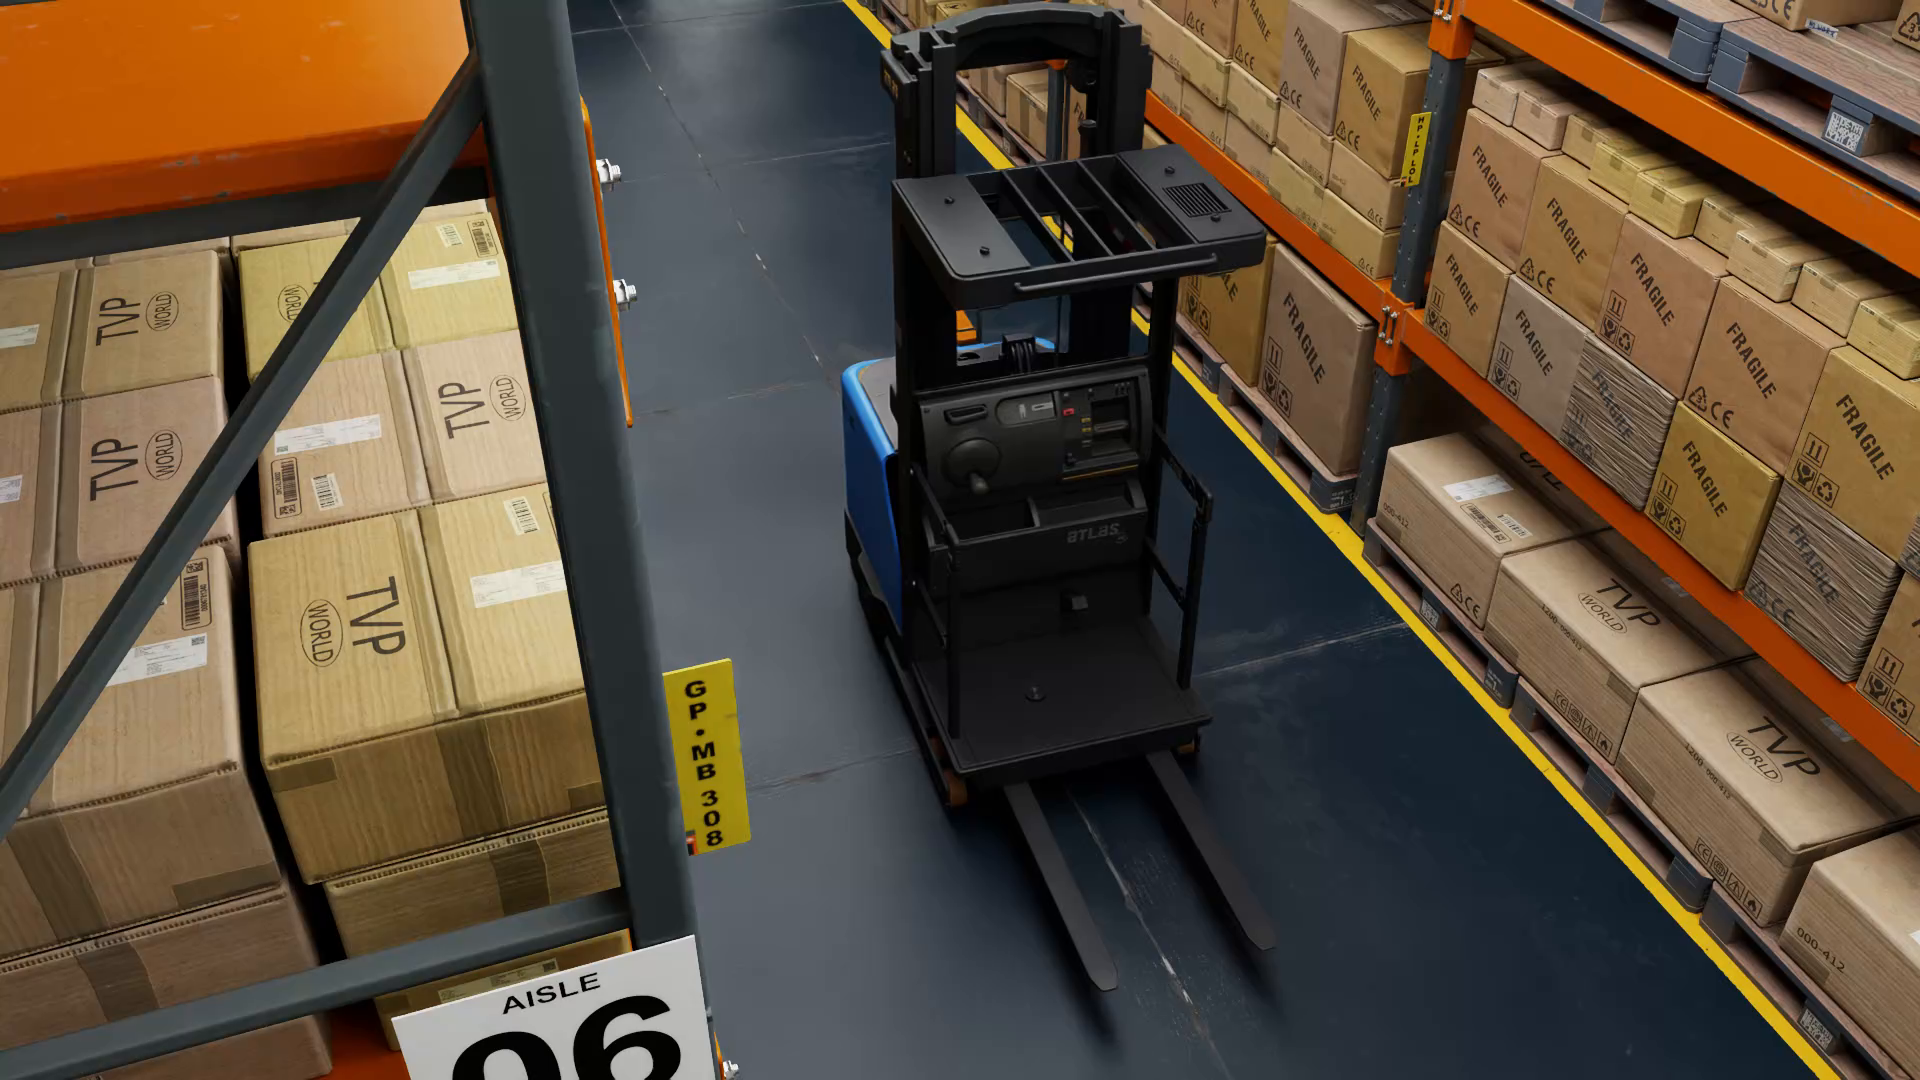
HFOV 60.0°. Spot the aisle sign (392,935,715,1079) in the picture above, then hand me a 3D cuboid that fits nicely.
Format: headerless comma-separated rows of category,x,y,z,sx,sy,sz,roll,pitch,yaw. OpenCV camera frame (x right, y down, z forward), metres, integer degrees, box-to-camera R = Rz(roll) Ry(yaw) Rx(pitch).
aisle sign,-0.542,0.887,2.418,0.394,0.787,0.004,-12,39,-16

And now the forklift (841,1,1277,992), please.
forklift,0.368,-0.348,6.276,1.130,2.935,3.031,-11,38,-14

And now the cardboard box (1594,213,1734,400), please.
cardboard box,2.711,-0.883,6.015,0.500,0.500,0.500,-12,39,-15

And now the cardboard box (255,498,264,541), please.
cardboard box,-1.437,0.209,2.864,0.500,0.250,0.500,-12,39,-16

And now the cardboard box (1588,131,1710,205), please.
cardboard box,2.565,-1.378,6.133,0.380,0.149,0.250,-13,39,-16

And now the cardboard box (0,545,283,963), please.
cardboard box,-1.256,0.298,2.330,0.500,0.250,0.500,-13,39,-17

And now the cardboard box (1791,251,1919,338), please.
cardboard box,2.943,-0.803,5.370,0.380,0.149,0.250,-11,38,-14

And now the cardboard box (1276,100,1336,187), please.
cardboard box,1.882,-1.961,8.069,0.500,0.250,0.500,-12,38,-15

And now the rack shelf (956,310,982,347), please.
rack shelf,-0.090,-1.006,7.936,0.258,0.148,0.480,-11,38,-14

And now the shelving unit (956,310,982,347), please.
shelving unit,-0.090,-0.693,8.172,0.258,1.200,0.503,-11,38,-14

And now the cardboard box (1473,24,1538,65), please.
cardboard box,2.560,-2.089,7.616,0.500,0.500,0.500,-12,39,-15

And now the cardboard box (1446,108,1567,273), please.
cardboard box,2.378,-1.462,6.783,0.500,0.500,0.500,-12,39,-16

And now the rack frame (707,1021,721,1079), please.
rack frame,-0.841,1.948,3.171,1.000,3.000,0.127,-12,39,-16

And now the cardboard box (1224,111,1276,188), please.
cardboard box,1.720,-2.060,8.616,0.500,0.250,0.500,-13,39,-17

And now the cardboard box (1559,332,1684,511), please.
cardboard box,2.691,-0.495,6.331,0.500,0.500,0.500,-12,39,-16

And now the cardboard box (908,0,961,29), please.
cardboard box,0.122,-4.278,13.271,0.950,0.372,0.625,-10,38,-13

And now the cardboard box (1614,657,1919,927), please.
cardboard box,3.174,0.906,6.334,0.875,0.438,0.875,-11,38,-15

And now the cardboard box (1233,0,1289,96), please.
cardboard box,1.711,-2.562,8.245,0.500,0.500,0.500,-11,38,-15

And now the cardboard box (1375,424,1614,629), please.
cardboard box,2.557,-0.109,7.682,0.875,0.438,0.875,-13,39,-17

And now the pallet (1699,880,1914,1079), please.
pallet,3.469,1.596,5.955,1.003,0.211,1.213,-12,39,-16

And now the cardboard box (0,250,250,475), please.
cardboard box,-1.622,-0.285,3.104,0.500,0.250,0.500,-12,39,-15

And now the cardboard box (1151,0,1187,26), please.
cardboard box,1.348,-3.138,9.008,0.500,0.500,0.500,-11,38,-15

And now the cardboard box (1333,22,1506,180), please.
cardboard box,2.052,-1.981,7.473,0.500,0.500,0.500,-11,38,-14

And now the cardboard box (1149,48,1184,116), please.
cardboard box,1.365,-2.629,9.371,0.500,0.250,0.500,-11,38,-14

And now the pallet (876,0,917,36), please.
pallet,-0.042,-4.307,13.793,1.003,0.211,1.213,-12,39,-16

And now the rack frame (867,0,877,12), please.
rack frame,-0.312,-5.861,13.538,1.000,3.000,0.127,-12,39,-16

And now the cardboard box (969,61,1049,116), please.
cardboard box,0.618,-3.456,12.180,0.950,0.372,0.625,-13,39,-17

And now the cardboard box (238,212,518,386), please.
cardboard box,-1.101,-0.384,3.235,0.500,0.250,0.500,-13,39,-17

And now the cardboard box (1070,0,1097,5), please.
cardboard box,0.997,-3.213,10.147,0.500,0.250,0.500,-13,39,-17

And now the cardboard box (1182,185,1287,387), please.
cardboard box,1.835,-1.503,9.169,0.875,0.875,0.875,-11,38,-15

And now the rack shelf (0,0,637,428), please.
rack shelf,-1.530,-1.289,3.083,1.077,0.370,4.000,-12,39,-16

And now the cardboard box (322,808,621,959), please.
cardboard box,-0.738,0.384,2.632,0.500,0.250,0.500,-13,39,-16

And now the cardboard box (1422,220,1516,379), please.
cardboard box,2.357,-1.062,7.084,0.500,0.500,0.500,-11,38,-14

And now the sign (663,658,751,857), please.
sign,-0.332,0.288,2.155,0.100,0.325,0.005,-12,39,-16

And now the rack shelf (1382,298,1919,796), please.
rack shelf,3.130,0.076,6.254,1.077,0.370,4.000,-12,39,-16

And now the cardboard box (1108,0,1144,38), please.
cardboard box,1.184,-3.111,9.597,0.500,0.250,0.500,-12,39,-15

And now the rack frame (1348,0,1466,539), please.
rack frame,2.441,-1.342,7.538,1.000,3.000,0.127,-12,39,-16

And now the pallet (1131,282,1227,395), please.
pallet,1.681,-1.338,9.851,1.003,0.211,1.213,-12,39,-16

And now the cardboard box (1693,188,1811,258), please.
cardboard box,2.793,-1.097,5.760,0.380,0.149,0.250,-13,39,-16

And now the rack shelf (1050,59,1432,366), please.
rack shelf,1.753,-2.184,9.254,1.077,0.370,4.000,-12,39,-16

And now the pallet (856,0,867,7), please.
pallet,-0.576,-5.119,14.871,1.003,0.211,1.213,-12,39,-16

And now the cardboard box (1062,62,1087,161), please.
cardboard box,1.225,-2.513,10.510,0.875,0.875,0.875,-13,39,-16

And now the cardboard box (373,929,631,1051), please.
cardboard box,-0.733,0.622,2.647,0.380,0.149,0.250,-12,39,-15

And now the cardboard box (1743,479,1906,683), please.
cardboard box,3.059,0.085,5.560,0.500,0.500,0.500,-11,38,-15

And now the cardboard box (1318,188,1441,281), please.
cardboard box,2.050,-1.483,7.850,0.500,0.250,0.500,-13,39,-17

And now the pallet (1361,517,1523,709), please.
pallet,2.630,0.218,7.785,1.003,0.211,1.213,-12,39,-16

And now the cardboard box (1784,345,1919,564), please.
cardboard box,3.054,-0.313,5.259,0.500,0.500,0.500,-13,39,-16

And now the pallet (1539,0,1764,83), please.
pallet,2.713,-2.040,6.046,1.003,0.211,1.213,-12,39,-16

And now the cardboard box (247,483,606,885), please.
cardboard box,-0.758,0.189,2.475,0.500,0.250,0.500,-13,39,-16

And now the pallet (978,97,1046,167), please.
pallet,0.797,-2.929,11.963,1.003,0.211,1.213,-12,39,-16

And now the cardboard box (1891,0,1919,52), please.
cardboard box,3.265,-1.698,5.002,0.500,0.500,0.500,-12,39,-15

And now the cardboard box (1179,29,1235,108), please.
cardboard box,1.506,-2.538,8.835,0.500,0.250,0.500,-12,39,-15

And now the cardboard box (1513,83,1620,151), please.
cardboard box,2.410,-1.666,6.516,0.380,0.149,0.250,-12,39,-15
